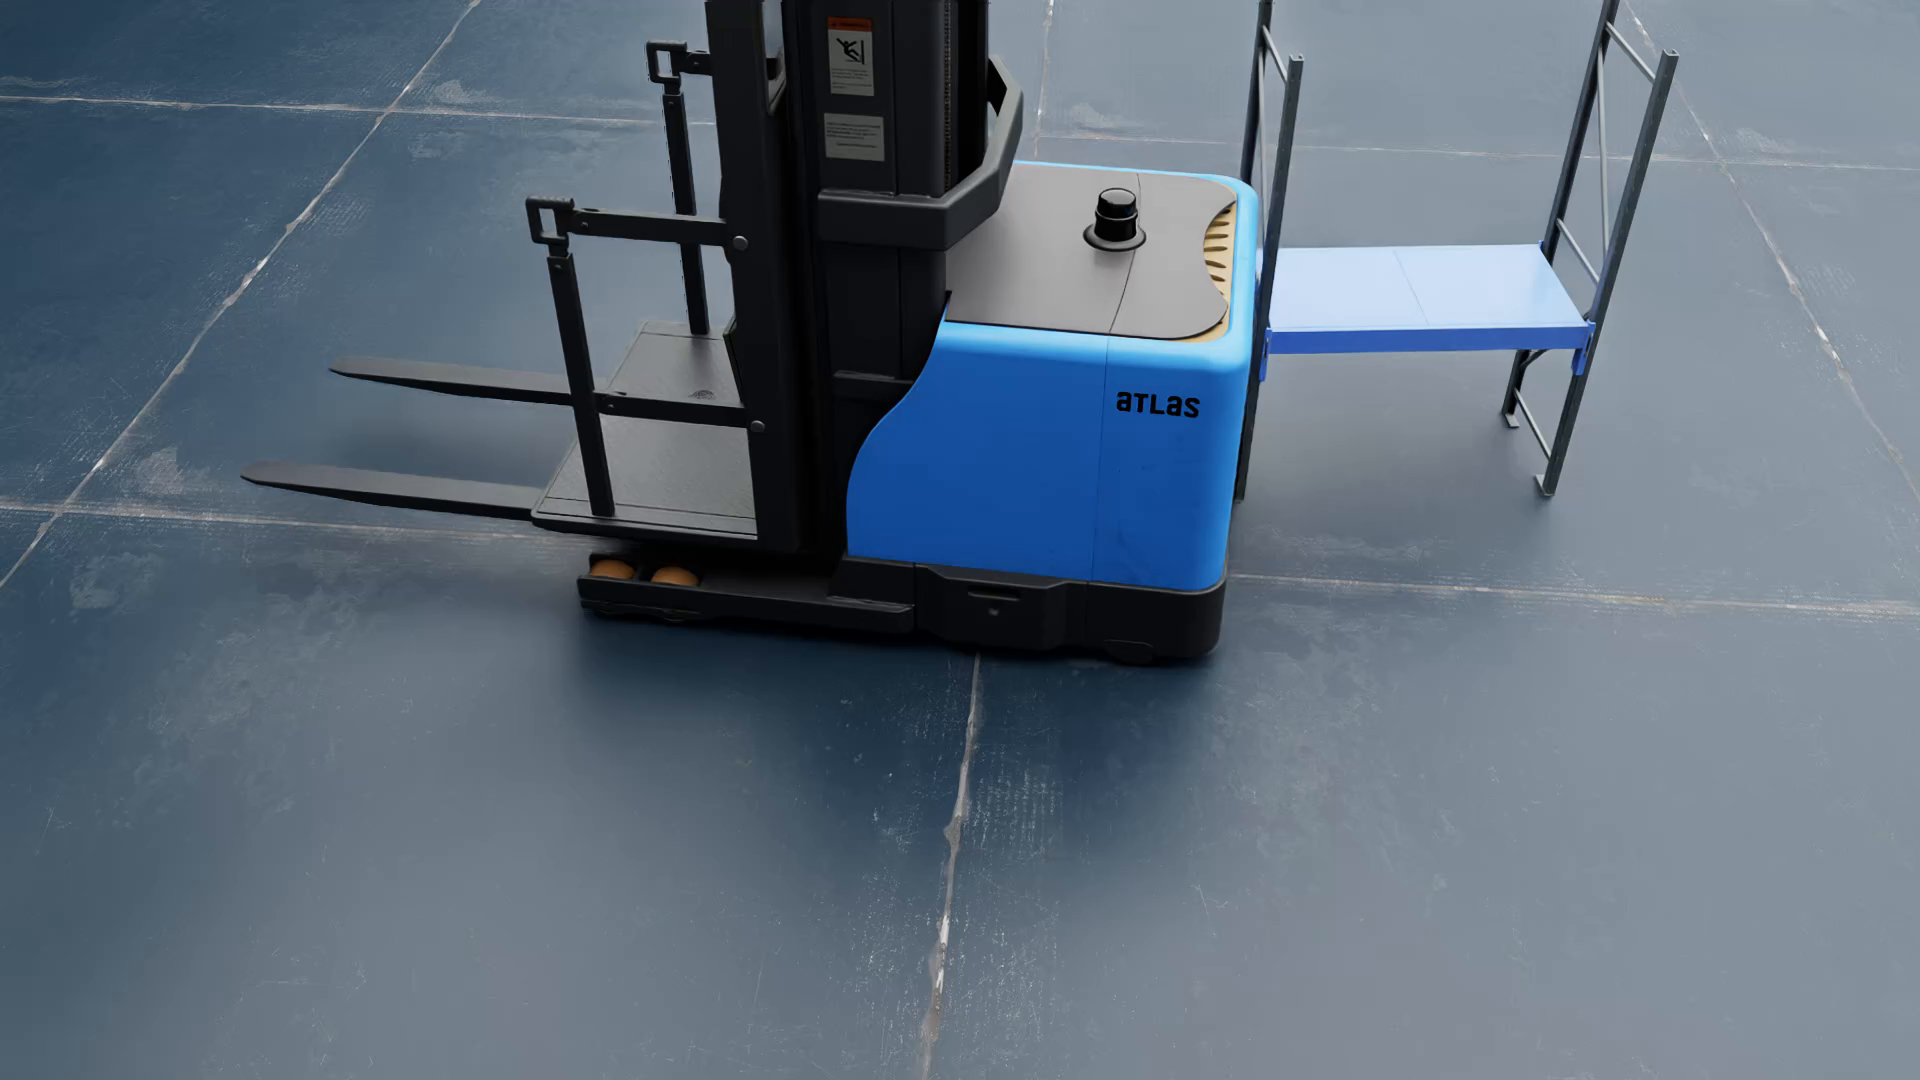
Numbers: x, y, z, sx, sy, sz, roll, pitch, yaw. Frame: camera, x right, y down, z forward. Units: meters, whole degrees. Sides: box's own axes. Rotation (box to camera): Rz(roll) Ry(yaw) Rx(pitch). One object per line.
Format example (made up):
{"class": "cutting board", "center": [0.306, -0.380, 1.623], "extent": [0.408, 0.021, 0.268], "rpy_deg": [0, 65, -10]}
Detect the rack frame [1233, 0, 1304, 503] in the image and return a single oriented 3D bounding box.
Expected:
{"class": "rack frame", "center": [0.899, -0.860, 5.119], "extent": [0.032, 1.500, 0.500], "rpy_deg": [-1, 39, -1]}

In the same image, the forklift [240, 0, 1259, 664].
{"class": "forklift", "center": [-0.682, -1.216, 4.422], "extent": [3.031, 2.935, 1.130], "rpy_deg": [6, 40, 7]}

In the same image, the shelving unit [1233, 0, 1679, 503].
{"class": "shelving unit", "center": [1.407, -0.870, 5.131], "extent": [1.048, 1.500, 0.538], "rpy_deg": [-1, 39, -1]}

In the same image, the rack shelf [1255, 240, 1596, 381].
{"class": "rack shelf", "center": [1.407, -0.731, 5.245], "extent": [1.000, 0.185, 0.538], "rpy_deg": [-1, 39, -1]}

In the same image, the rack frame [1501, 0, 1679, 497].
{"class": "rack frame", "center": [1.915, -0.880, 5.143], "extent": [0.032, 1.500, 0.500], "rpy_deg": [-1, 39, -1]}
